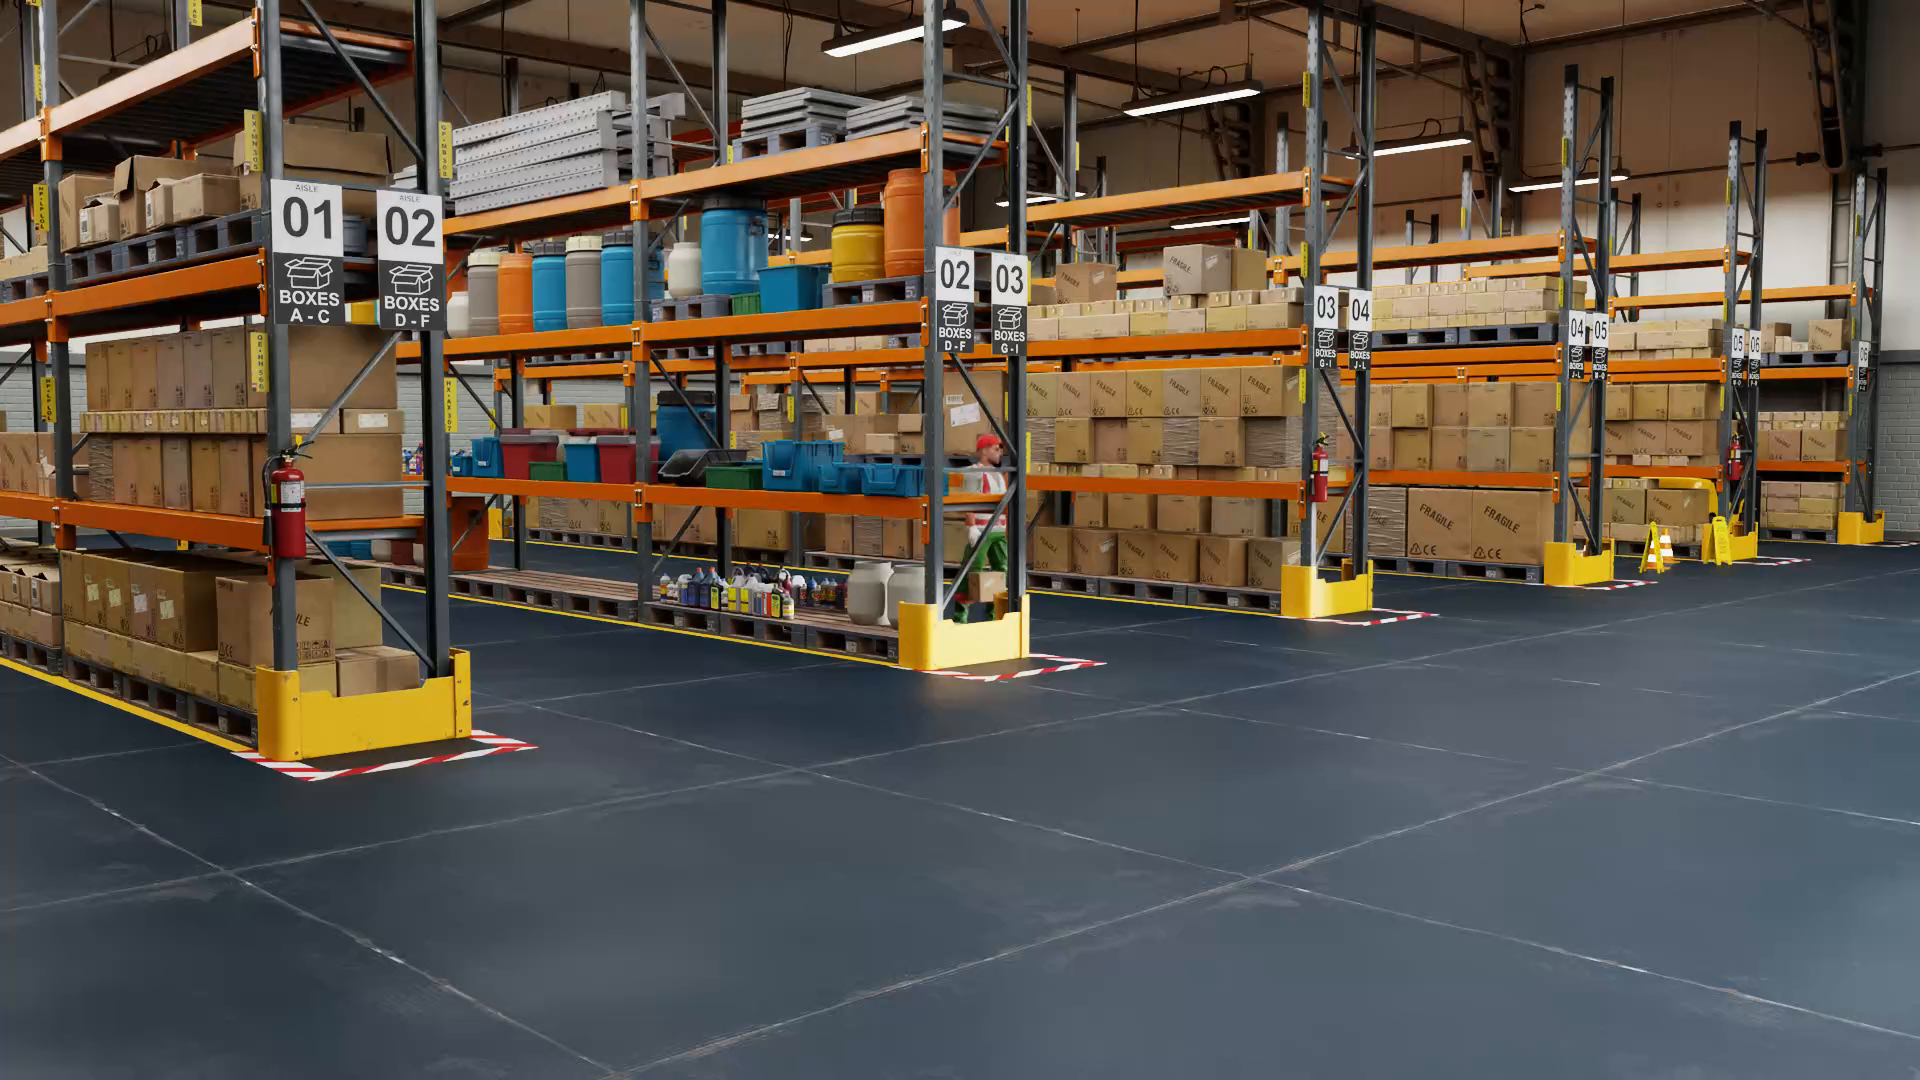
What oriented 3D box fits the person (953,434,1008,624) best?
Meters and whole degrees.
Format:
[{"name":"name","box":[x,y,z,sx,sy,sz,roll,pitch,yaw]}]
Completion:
[{"name":"person","box":[0.223,-0.056,14.900,0.466,1.786,0.622,3,5,40]}]
